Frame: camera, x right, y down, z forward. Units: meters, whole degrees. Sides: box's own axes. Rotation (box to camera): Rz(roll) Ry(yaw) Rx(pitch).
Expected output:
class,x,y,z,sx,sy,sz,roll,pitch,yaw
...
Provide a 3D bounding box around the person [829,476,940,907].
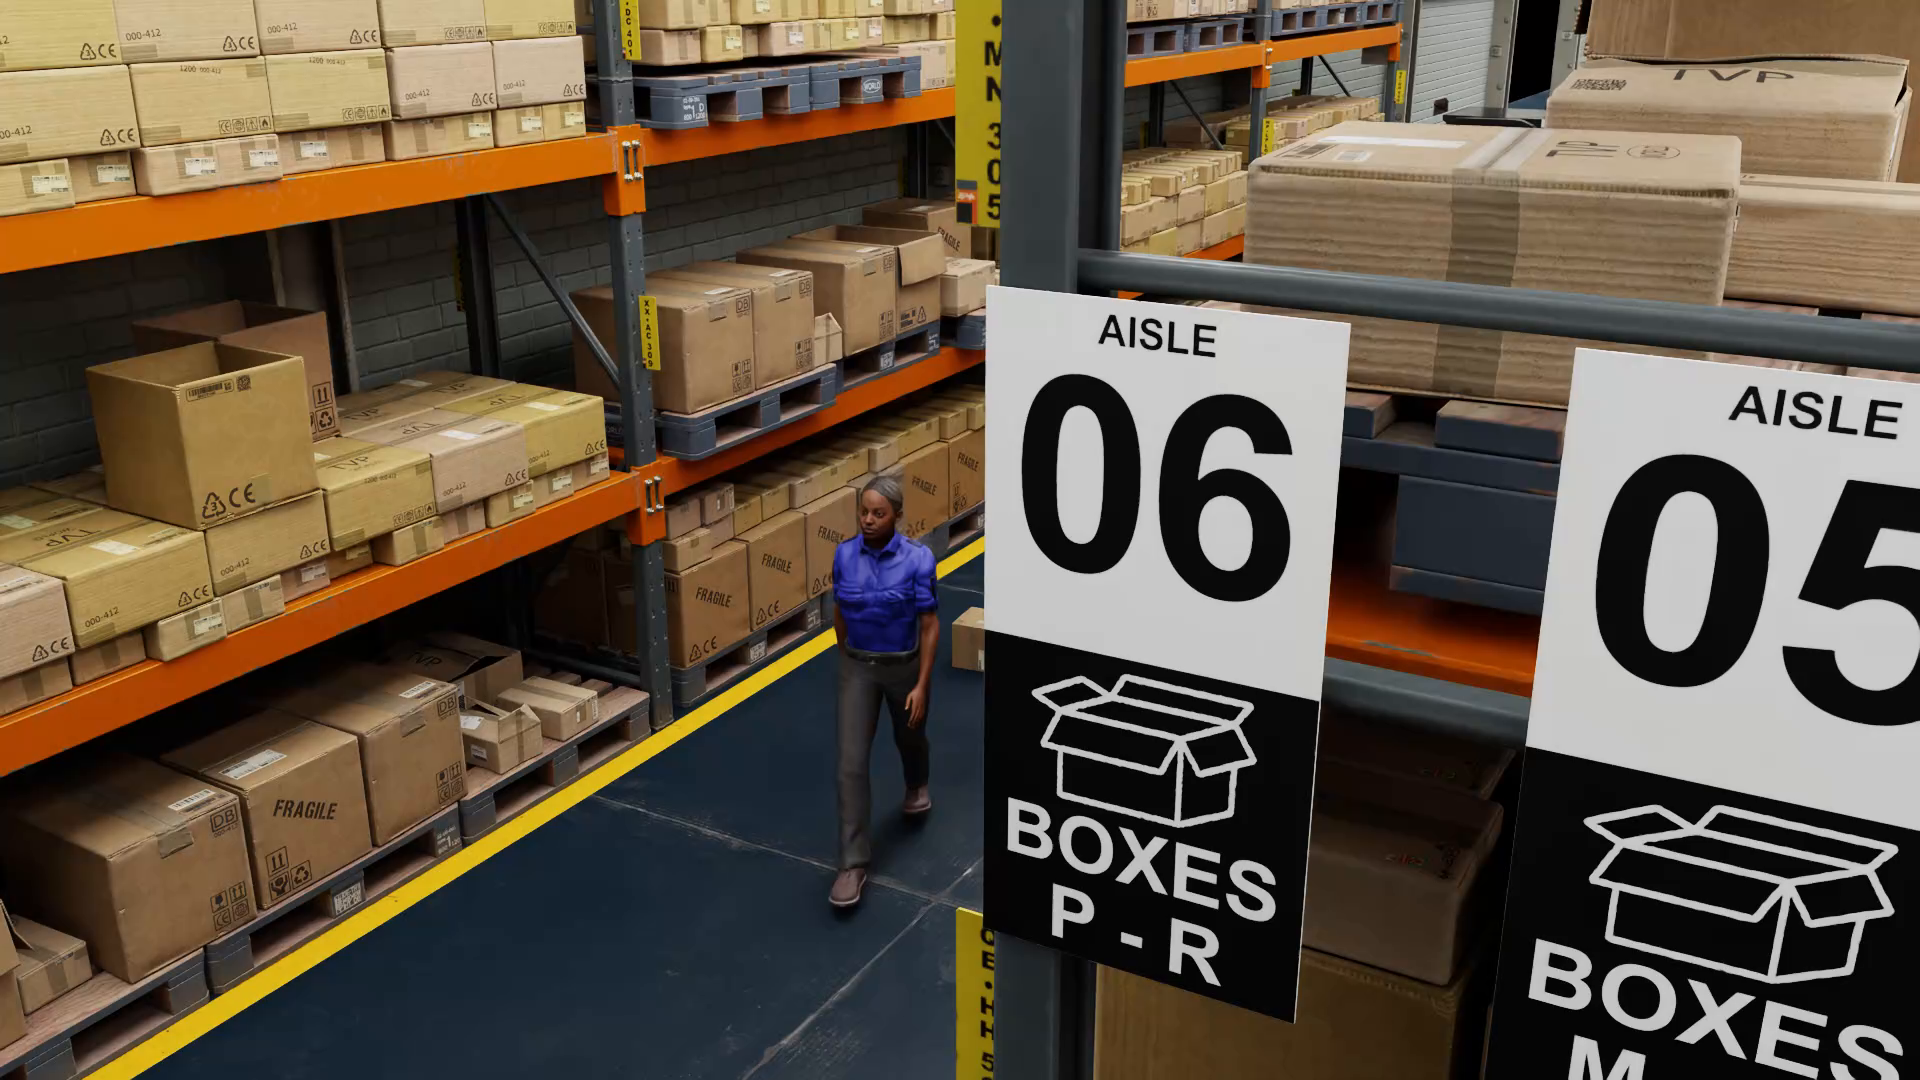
class,x,y,z,sx,sy,sz,roll,pitch,yaw
person,-0.298,0.528,6.574,0.451,1.594,1.029,3,20,7
